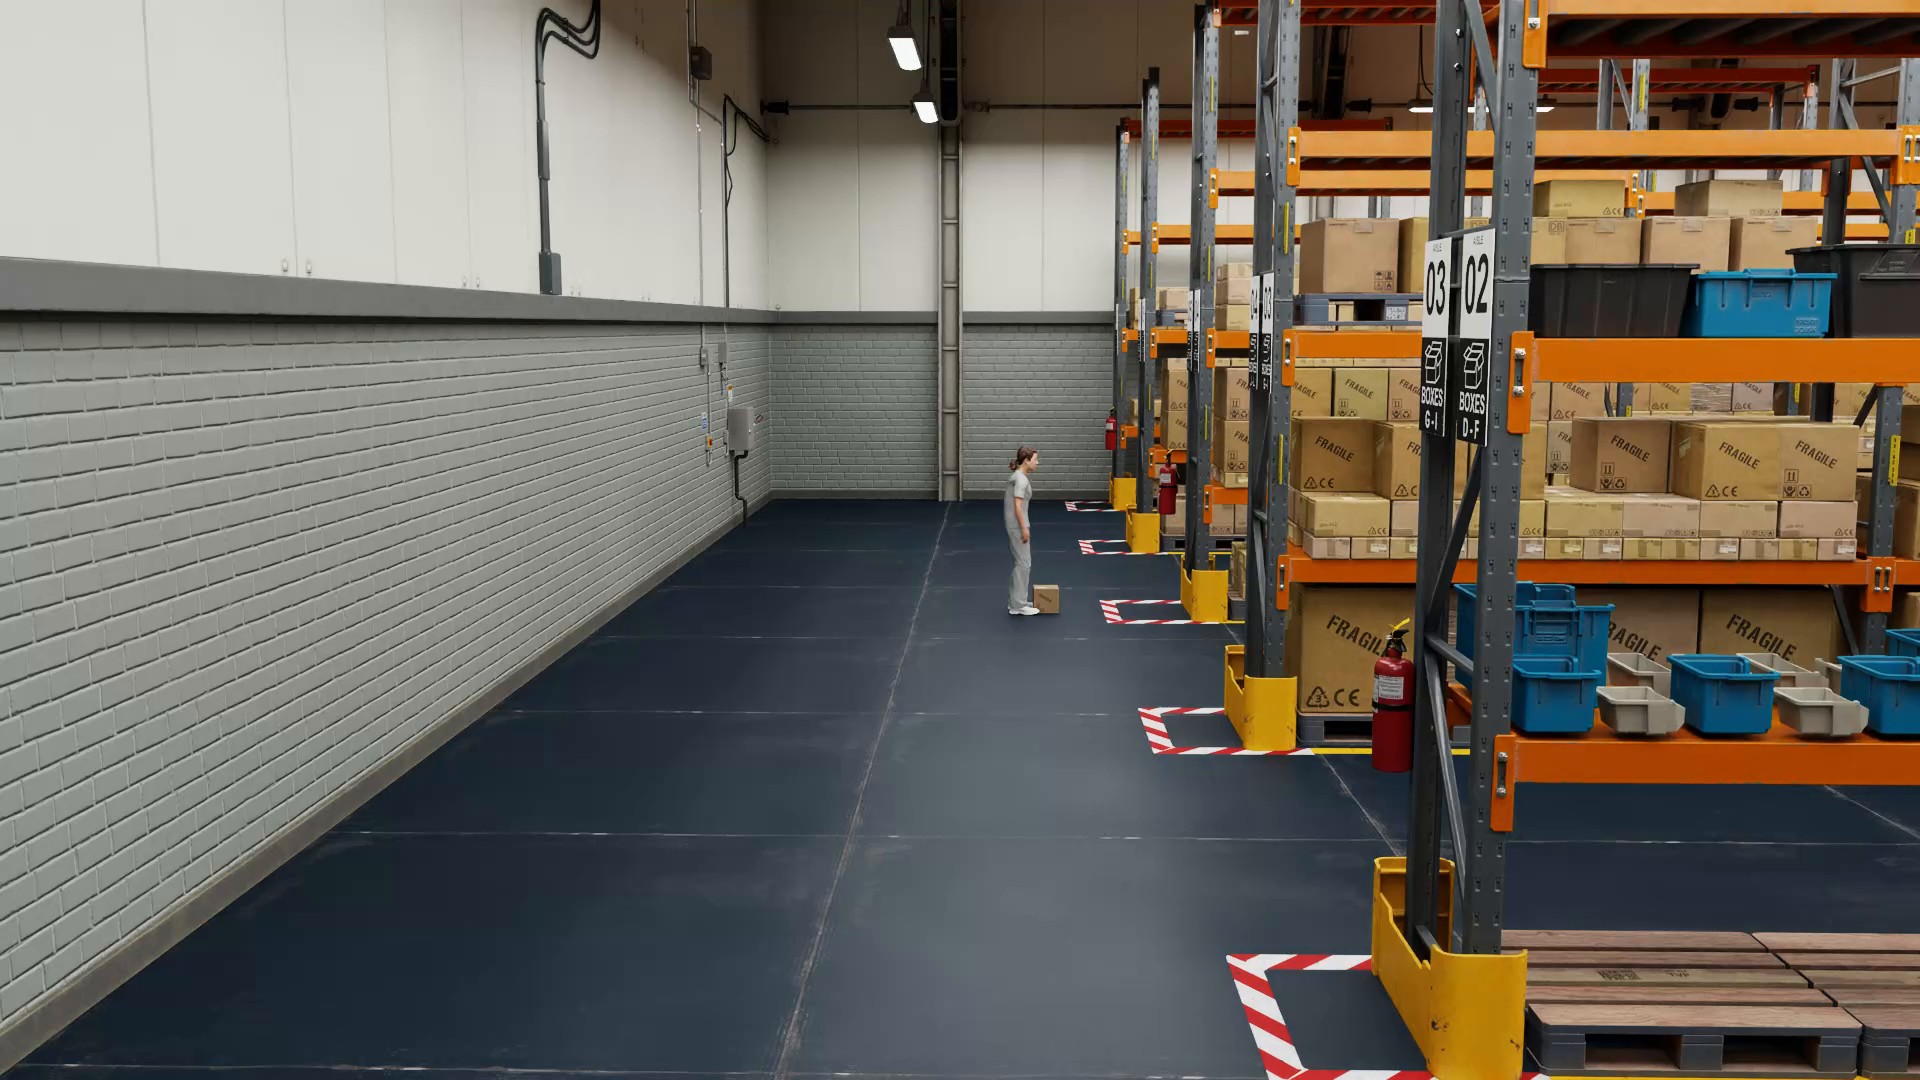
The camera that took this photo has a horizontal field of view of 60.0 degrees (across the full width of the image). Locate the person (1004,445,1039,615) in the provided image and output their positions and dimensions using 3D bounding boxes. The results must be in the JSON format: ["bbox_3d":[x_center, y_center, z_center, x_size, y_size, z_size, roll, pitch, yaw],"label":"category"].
[{"bbox_3d":[0.617,-0.110,16.638,0.358,1.673,0.486,0,7,2],"label":"person"}]
